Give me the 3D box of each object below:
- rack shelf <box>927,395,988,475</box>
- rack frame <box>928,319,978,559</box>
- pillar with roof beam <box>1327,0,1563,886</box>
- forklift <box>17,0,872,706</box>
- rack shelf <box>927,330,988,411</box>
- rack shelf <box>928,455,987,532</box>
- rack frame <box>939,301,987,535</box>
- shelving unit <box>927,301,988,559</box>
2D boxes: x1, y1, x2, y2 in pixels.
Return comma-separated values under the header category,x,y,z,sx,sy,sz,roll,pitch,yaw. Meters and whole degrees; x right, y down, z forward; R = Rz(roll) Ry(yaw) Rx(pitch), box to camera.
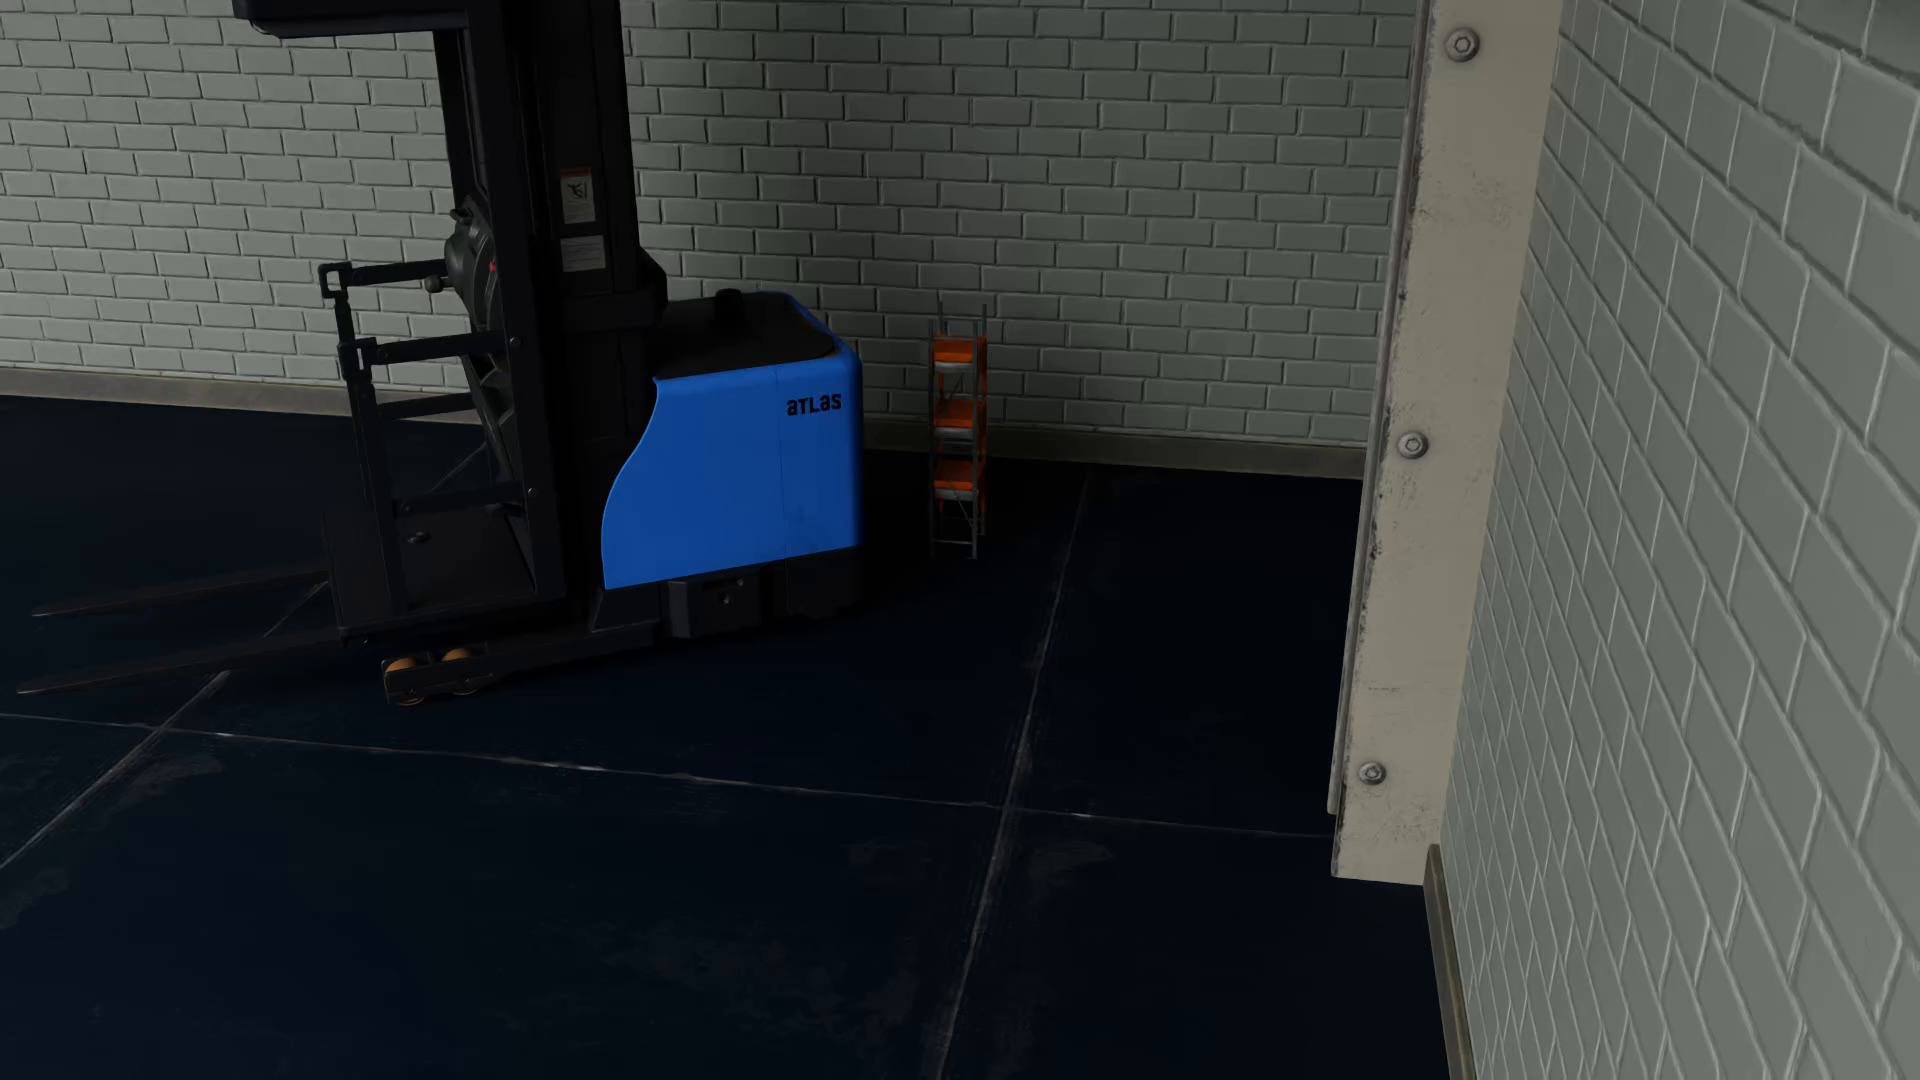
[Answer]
category,x,y,z,sx,sy,sz,roll,pitch,yaw
rack shelf,-0.009,-0.444,6.984,0.215,0.259,0.240,4,25,9
rack frame,-0.029,-0.402,6.871,0.200,1.050,0.008,4,25,9
pillar with roof beam,-2.931,-3.422,3.946,9.100,9.000,0.400,4,25,9
forklift,-1.919,-0.986,5.900,3.031,2.935,1.130,-10,27,-21
rack shelf,-0.009,-0.701,6.864,0.215,0.259,0.240,4,25,9
rack shelf,-0.009,-0.192,7.102,0.215,0.259,0.240,4,25,9
rack frame,0.011,-0.504,7.089,0.200,1.050,0.008,4,25,9
shelving unit,-0.009,-0.453,6.980,0.215,1.050,0.252,4,25,9
